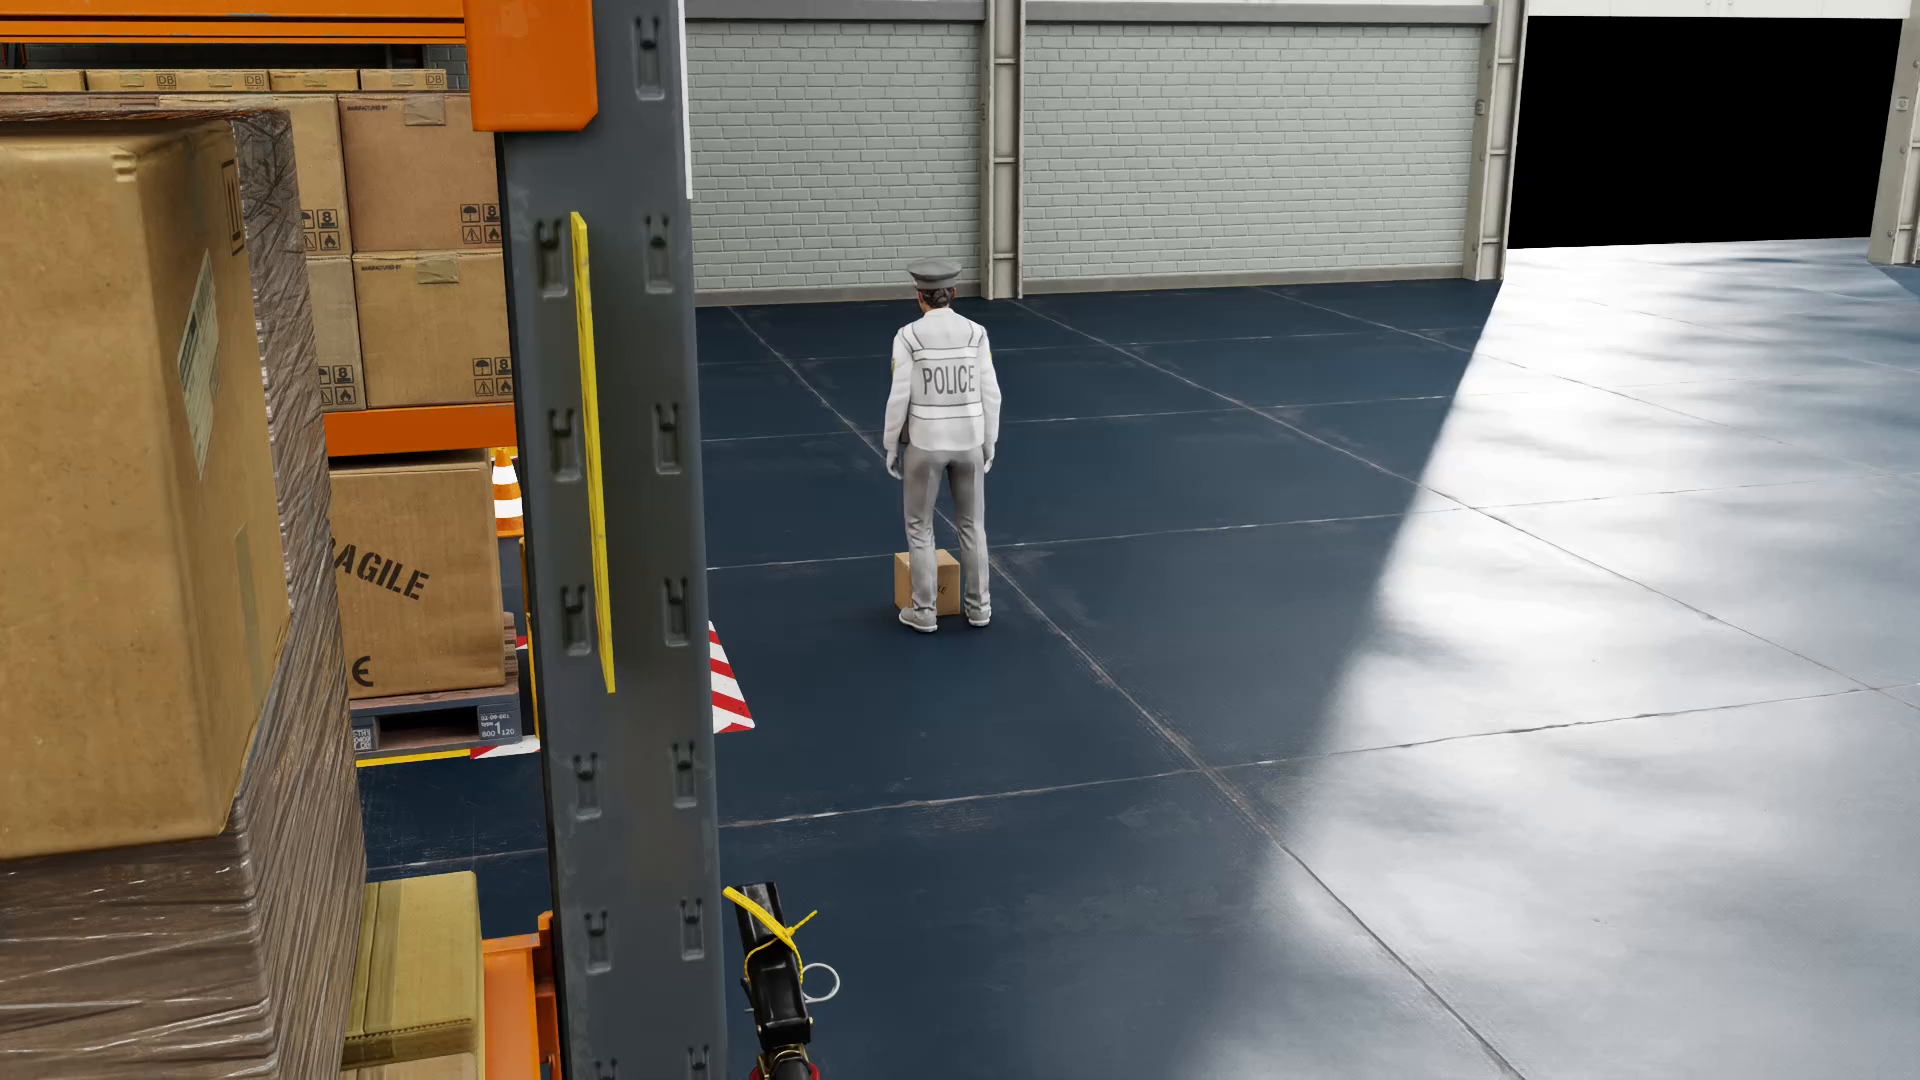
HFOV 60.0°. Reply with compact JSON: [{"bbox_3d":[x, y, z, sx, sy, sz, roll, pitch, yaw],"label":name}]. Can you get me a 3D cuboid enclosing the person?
[{"bbox_3d":[-0.081,-0.410,7.445,0.528,1.664,0.373,-5,17,-15],"label":"person"}]
